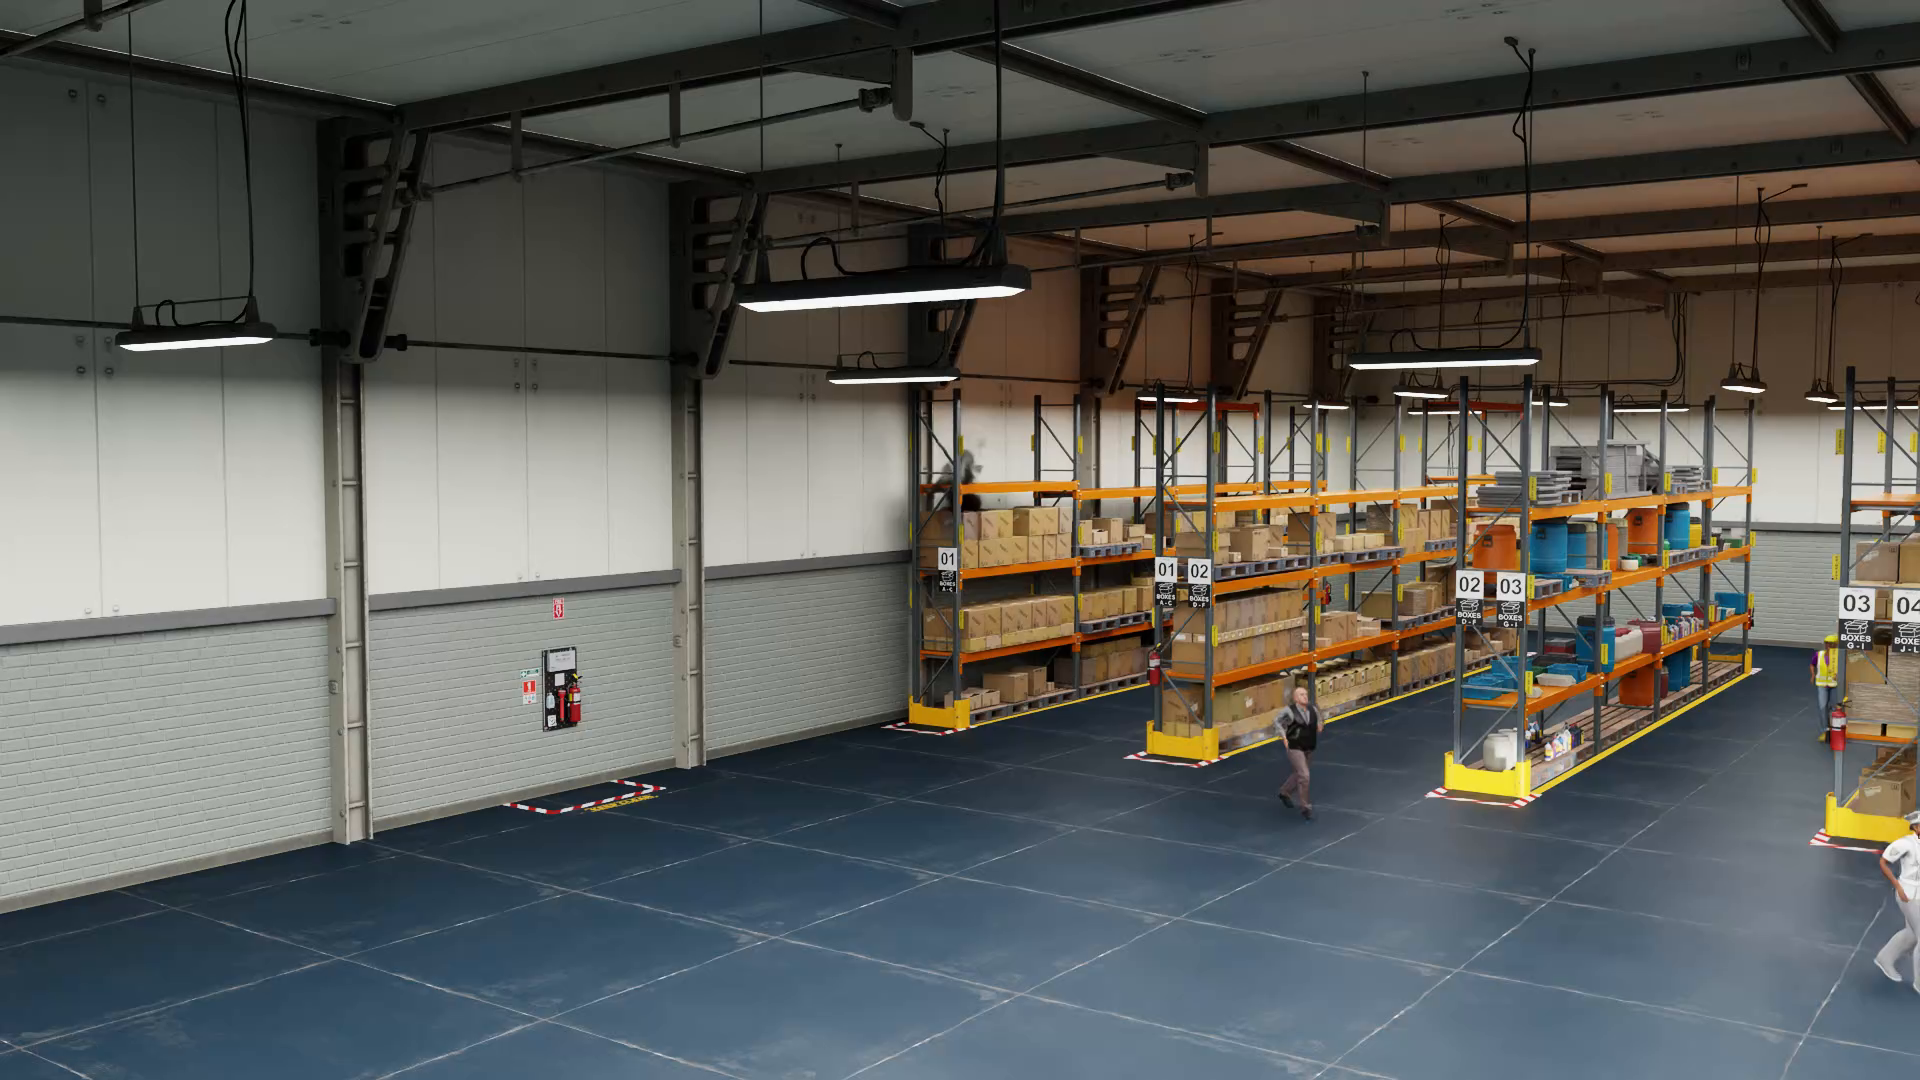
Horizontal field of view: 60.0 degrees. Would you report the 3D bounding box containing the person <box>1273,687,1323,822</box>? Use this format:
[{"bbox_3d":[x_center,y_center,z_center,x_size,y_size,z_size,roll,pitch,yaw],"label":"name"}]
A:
[{"bbox_3d":[4.612,2.860,22.481,0.638,1.761,0.871,-2,4,-26],"label":"person"}]

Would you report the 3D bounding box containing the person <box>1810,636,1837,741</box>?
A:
[{"bbox_3d":[14.802,2.505,28.304,0.701,1.767,0.797,3,4,39],"label":"person"}]

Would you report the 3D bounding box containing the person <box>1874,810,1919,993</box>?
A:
[{"bbox_3d":[8.722,3.288,15.204,0.570,1.752,0.762,-1,4,-24],"label":"person"}]
